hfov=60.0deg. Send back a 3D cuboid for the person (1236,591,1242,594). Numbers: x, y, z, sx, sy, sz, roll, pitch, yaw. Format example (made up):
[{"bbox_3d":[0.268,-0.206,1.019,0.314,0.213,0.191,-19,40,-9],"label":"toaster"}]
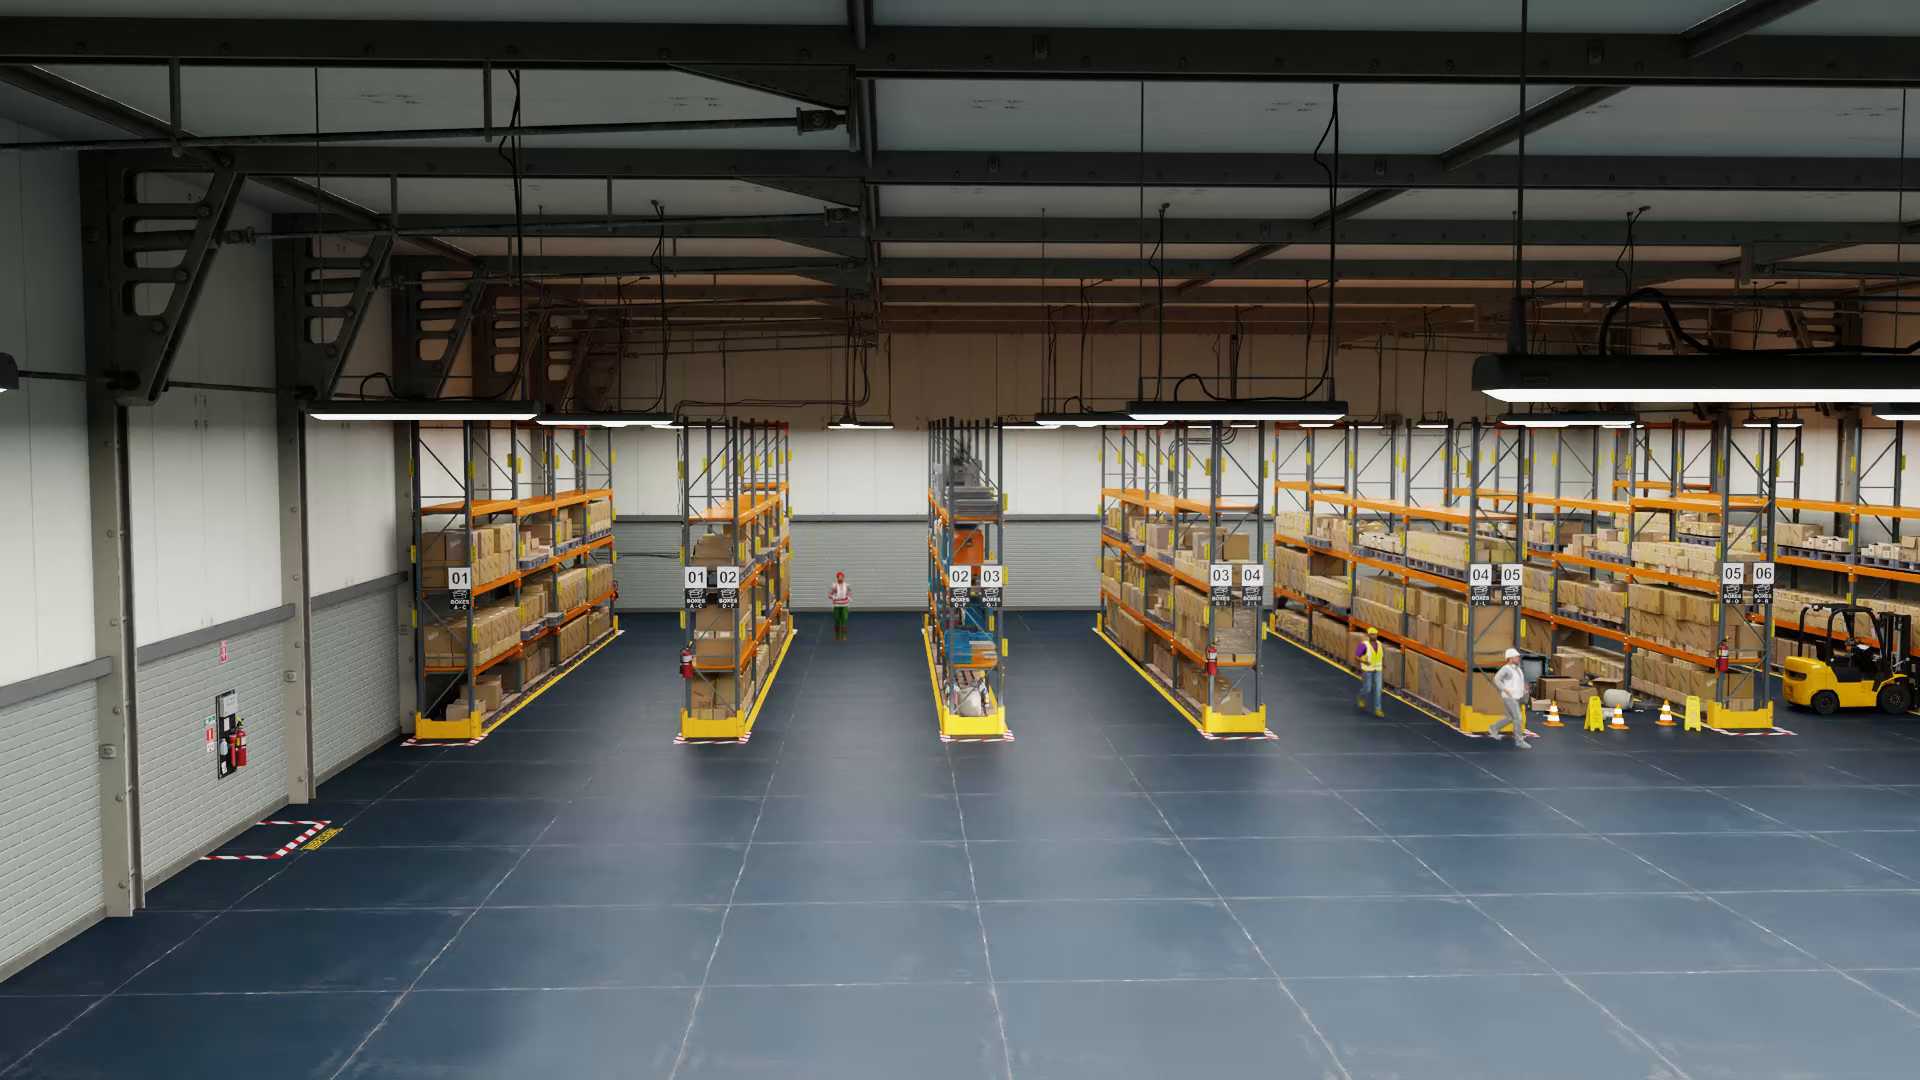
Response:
[{"bbox_3d":[8.206,1.676,48.394,0.984,1.749,0.743,-3,5,-36],"label":"person"}]

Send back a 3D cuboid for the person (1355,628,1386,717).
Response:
[{"bbox_3d":[8.312,2.641,33.609,0.698,1.759,0.984,-1,4,-11],"label":"person"}]

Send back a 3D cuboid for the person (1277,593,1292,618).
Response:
[{"bbox_3d":[9.491,1.667,49.153,0.791,1.692,0.779,2,4,33],"label":"person"}]

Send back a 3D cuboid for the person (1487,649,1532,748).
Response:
[{"bbox_3d":[9.977,2.847,30.158,0.883,1.764,0.672,3,5,42],"label":"person"}]

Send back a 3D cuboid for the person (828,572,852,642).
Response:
[{"bbox_3d":[-3.076,1.723,42.950,0.654,1.800,0.905,-1,4,-14],"label":"person"}]
